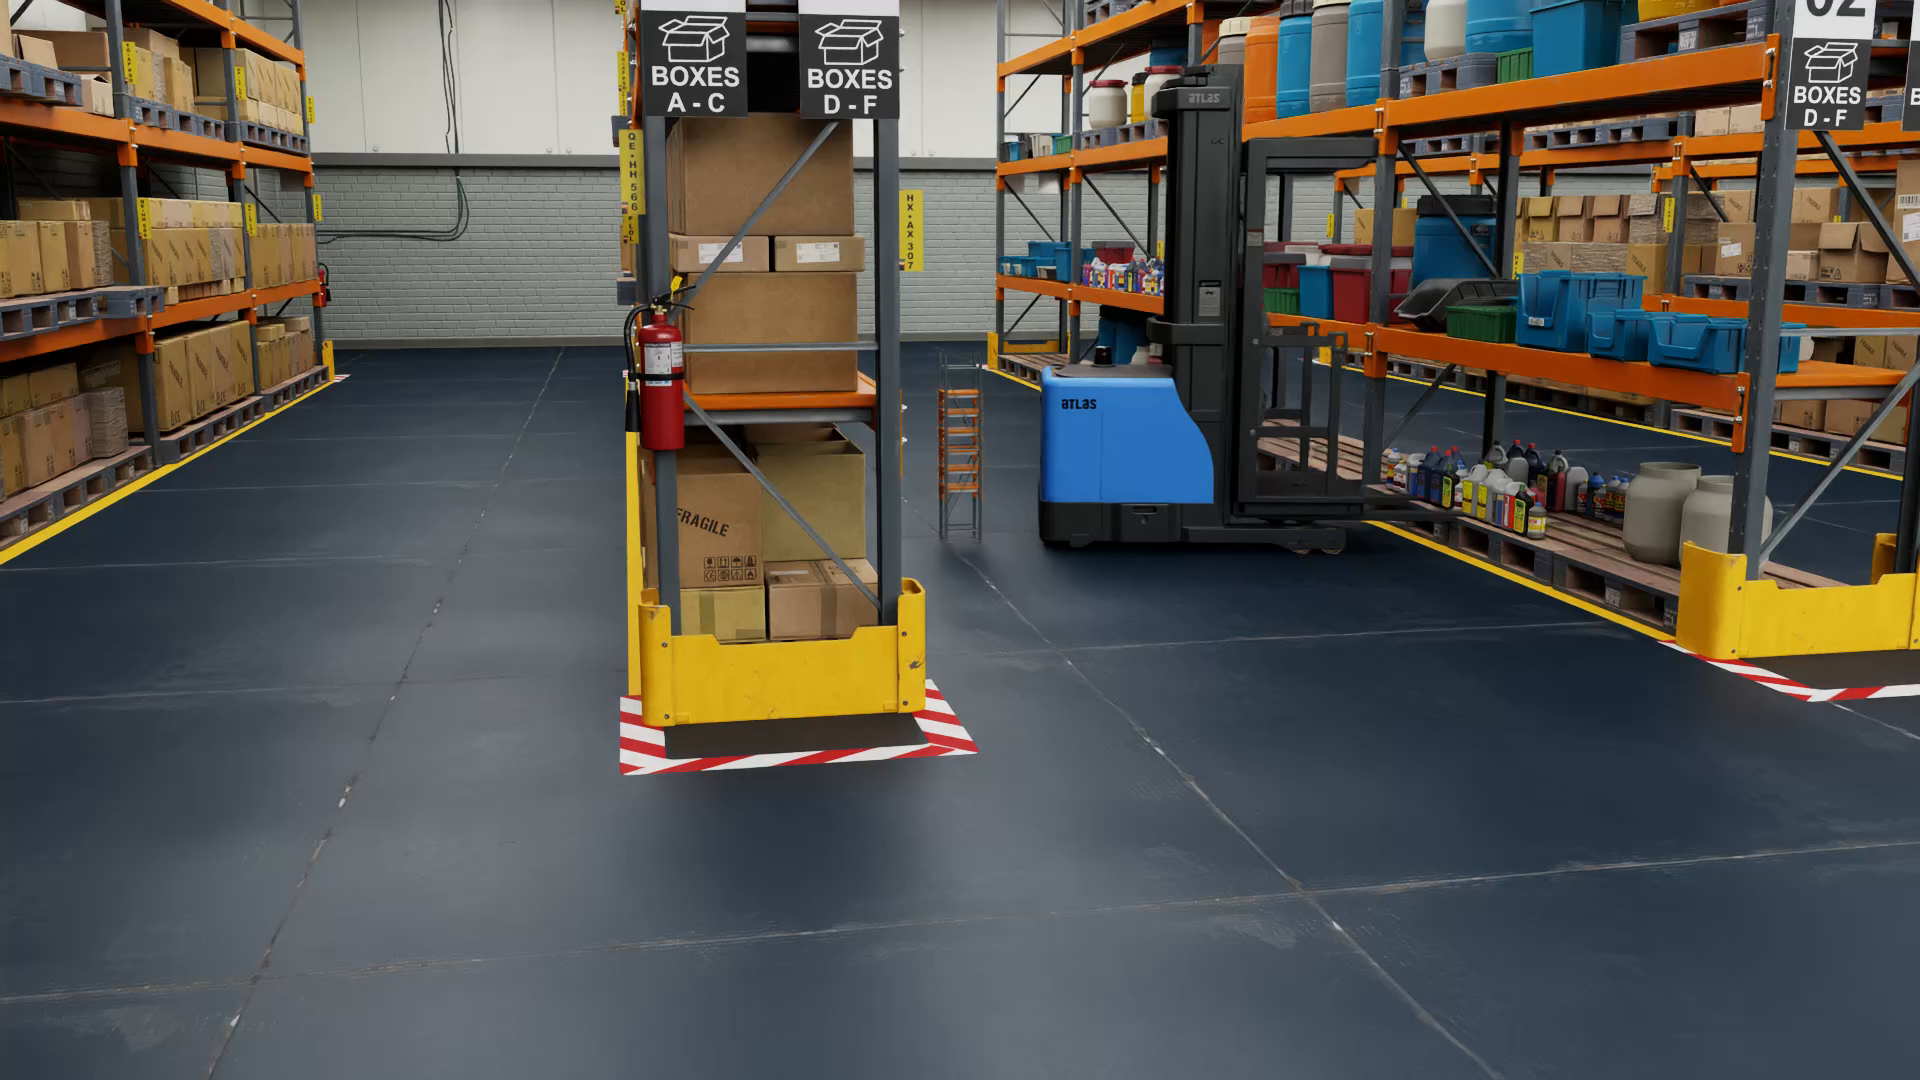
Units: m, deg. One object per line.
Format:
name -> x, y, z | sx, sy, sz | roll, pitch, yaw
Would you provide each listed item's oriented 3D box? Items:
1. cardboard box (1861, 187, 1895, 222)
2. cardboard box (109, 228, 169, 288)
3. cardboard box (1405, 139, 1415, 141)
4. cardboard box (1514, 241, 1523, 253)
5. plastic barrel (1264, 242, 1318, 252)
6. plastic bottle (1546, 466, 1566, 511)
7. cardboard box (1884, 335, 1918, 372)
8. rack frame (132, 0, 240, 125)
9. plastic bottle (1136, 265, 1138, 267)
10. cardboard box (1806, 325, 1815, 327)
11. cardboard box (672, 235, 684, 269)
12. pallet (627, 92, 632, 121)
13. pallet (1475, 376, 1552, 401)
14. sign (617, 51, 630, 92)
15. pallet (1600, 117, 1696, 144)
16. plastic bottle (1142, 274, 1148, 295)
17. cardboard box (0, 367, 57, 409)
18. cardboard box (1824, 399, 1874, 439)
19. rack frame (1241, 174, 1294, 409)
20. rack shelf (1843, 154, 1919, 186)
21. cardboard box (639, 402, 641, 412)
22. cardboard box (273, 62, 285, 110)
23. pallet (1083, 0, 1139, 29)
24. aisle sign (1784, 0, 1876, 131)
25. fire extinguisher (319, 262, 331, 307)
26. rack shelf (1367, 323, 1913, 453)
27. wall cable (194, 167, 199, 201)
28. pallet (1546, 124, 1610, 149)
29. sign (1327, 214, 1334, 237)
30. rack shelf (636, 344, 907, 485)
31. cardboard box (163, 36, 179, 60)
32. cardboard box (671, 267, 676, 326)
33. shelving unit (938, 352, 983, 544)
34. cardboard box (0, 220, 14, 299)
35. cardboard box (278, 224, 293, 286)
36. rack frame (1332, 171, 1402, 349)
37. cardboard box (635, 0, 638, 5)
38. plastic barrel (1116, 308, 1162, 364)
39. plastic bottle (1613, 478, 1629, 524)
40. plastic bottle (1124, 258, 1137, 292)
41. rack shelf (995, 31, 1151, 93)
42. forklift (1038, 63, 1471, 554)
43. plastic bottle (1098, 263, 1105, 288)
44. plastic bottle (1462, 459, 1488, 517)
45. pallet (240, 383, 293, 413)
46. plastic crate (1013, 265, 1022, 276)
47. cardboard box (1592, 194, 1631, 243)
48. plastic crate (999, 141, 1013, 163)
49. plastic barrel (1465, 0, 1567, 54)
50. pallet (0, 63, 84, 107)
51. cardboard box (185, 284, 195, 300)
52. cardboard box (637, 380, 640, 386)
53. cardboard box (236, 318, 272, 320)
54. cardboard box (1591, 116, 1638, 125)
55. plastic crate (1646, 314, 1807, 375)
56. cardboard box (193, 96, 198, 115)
cardboard box -> 11.675, -4.274, 21.391 | 0.500, 0.500, 0.500 | -2, 11, -10
cardboard box -> -7.003, -2.363, 13.974 | 0.500, 0.500, 0.500 | -2, 11, -9
cardboard box -> 6.153, -5.551, 22.161 | 0.700, 0.500, 0.500 | -3, 11, -15
cardboard box -> 6.581, -3.197, 19.205 | 0.500, 0.500, 0.500 | -2, 11, -11
plastic barrel -> 2.945, -2.413, 14.987 | 0.600, 0.536, 0.708 | -2, 11, -11
plastic bottle -> 3.768, -0.332, 10.508 | 0.061, 0.283, 0.133 | -2, 11, -11
cardboard box -> 11.511, -2.232, 19.963 | 0.500, 0.500, 0.500 | -2, 11, -8
rack frame -> -7.938, -5.741, 16.790 | 1.000, 3.000, 0.127 | -2, 11, -11
plastic bottle -> 1.836, -2.692, 17.128 | 0.061, 0.283, 0.133 | -2, 11, -11
cardboard box -> 11.494, -2.809, 22.341 | 0.380, 0.149, 0.250 | -2, 11, -12
cardboard box -> -1.059, -1.252, 7.251 | 0.380, 0.149, 0.250 | -2, 11, -10
pallet -> -2.082, -3.500, 13.547 | 1.213, 0.211, 1.003 | -2, 11, -8
pallet -> 6.862, -1.825, 19.722 | 1.003, 0.211, 1.213 | -2, 11, -11
sign -> -2.834, -3.949, 14.016 | 0.100, 0.325, 0.005 | -2, 11, -11
pallet -> 7.239, -4.097, 16.683 | 1.213, 0.211, 1.003 | -2, 11, -8
plastic bottle -> 1.879, -2.570, 16.710 | 0.097, 0.201, 0.097 | 0, 11, 0
cardboard box -> -6.814, -1.085, 11.879 | 0.500, 0.250, 0.500 | -2, 11, -11
cardboard box -> 7.913, -1.159, 14.272 | 0.700, 0.500, 0.500 | -3, 11, -16
rack frame -> 2.558, -2.420, 15.389 | 1.000, 3.000, 0.127 | -2, 11, -11
rack shelf -> 11.912, -4.249, 18.900 | 1.077, 0.370, 4.000 | -2, 11, -11
cardboard box -> -1.635, -0.543, 9.753 | 0.500, 0.500, 0.500 | -2, 11, -11
cardboard box -> -8.109, -5.239, 19.181 | 0.500, 0.500, 0.500 | -3, 11, -14
pallet -> 1.971, -5.661, 17.946 | 1.003, 0.211, 1.213 | -2, 11, -11
aisle sign -> 3.837, -2.206, 7.311 | 0.394, 0.787, 0.004 | -2, 11, -11
fire extinguisher -> -8.292, -3.350, 21.481 | 0.296, 0.674, 0.183 | -2, 11, -11
rack shelf -> 3.725, -0.966, 9.675 | 1.077, 0.370, 4.000 | -2, 11, -11
wall cable -> -9.893, -4.227, 22.163 | 0.084, 1.984, 1.851 | -2, 11, -11
pallet -> 7.019, -4.302, 17.760 | 1.003, 0.211, 1.213 | -2, 11, -8
sign -> 5.315, -4.513, 23.856 | 0.100, 0.325, 0.005 | -2, 11, -11
rack shelf -> -1.134, -0.787, 8.732 | 1.077, 0.370, 4.000 | -2, 11, -11
cardboard box -> -7.895, -4.734, 16.077 | 0.500, 0.250, 0.500 | -1, 11, -7
cardboard box -> -1.228, -1.286, 9.165 | 0.700, 0.500, 0.500 | -2, 11, -10
shelving unit -> 0.003, -0.587, 10.570 | 0.258, 1.200, 0.189 | -2, 11, -11
cardboard box -> -6.549, -1.789, 10.628 | 0.700, 0.500, 0.500 | -1, 11, -5
cardboard box -> -8.315, -3.308, 19.252 | 0.980, 0.700, 0.700 | -3, 11, -14
rack frame -> 5.860, -4.067, 24.044 | 1.000, 3.000, 0.127 | -2, 11, -11
cardboard box -> -1.327, -3.000, 8.639 | 0.797, 0.503, 0.637 | -1, 11, -5
plastic barrel -> 2.007, -2.099, 18.191 | 0.600, 0.901, 0.708 | -2, 11, -11
plastic bottle -> 4.000, -0.235, 10.031 | 0.097, 0.271, 0.097 | 0, 11, 0
plastic bottle -> 1.787, -2.753, 17.271 | 0.144, 0.351, 0.185 | -2, 11, -11
rack shelf -> 1.391, -5.918, 20.715 | 1.077, 0.370, 4.000 | -2, 11, -11
forklift -> 2.027, -1.453, 10.491 | 3.031, 2.935, 1.130 | 0, 11, 2
plastic bottle -> 1.563, -2.902, 18.267 | 0.097, 0.271, 0.097 | 0, 11, 0
plastic bottle -> 3.205, -0.326, 10.293 | 0.144, 0.351, 0.185 | -2, 11, -11
pallet -> -8.009, -1.566, 18.359 | 1.003, 0.211, 1.213 | -2, 11, -11
plastic crate -> 0.840, -3.544, 21.838 | 0.250, 0.136, 0.298 | -2, 11, -11
cardboard box -> 7.166, -3.396, 17.569 | 0.797, 0.503, 0.637 | -2, 11, -10
plastic crate -> 0.804, -5.216, 22.406 | 0.497, 0.269, 0.590 | -2, 11, -11
plastic barrel -> 3.425, -3.426, 10.189 | 0.600, 0.901, 0.708 | -2, 11, -11
pallet -> -6.602, -3.015, 10.993 | 1.213, 0.211, 1.003 | -2, 11, -11
cardboard box -> -7.306, -2.296, 15.356 | 0.380, 0.149, 0.250 | -2, 11, -11
cardboard box -> -2.377, -1.169, 13.546 | 0.500, 0.311, 0.500 | -2, 11, -12
cardboard box -> -8.603, -2.622, 20.278 | 0.380, 0.149, 0.250 | -2, 11, -11
cardboard box -> 6.973, -4.594, 17.395 | 0.500, 0.500, 0.500 | -2, 11, -8
plastic crate -> 3.723, -0.961, 8.119 | 0.499, 0.251, 0.616 | -2, 11, -11
cardboard box -> -8.301, -4.566, 17.650 | 0.500, 0.250, 0.500 | -2, 11, -10
